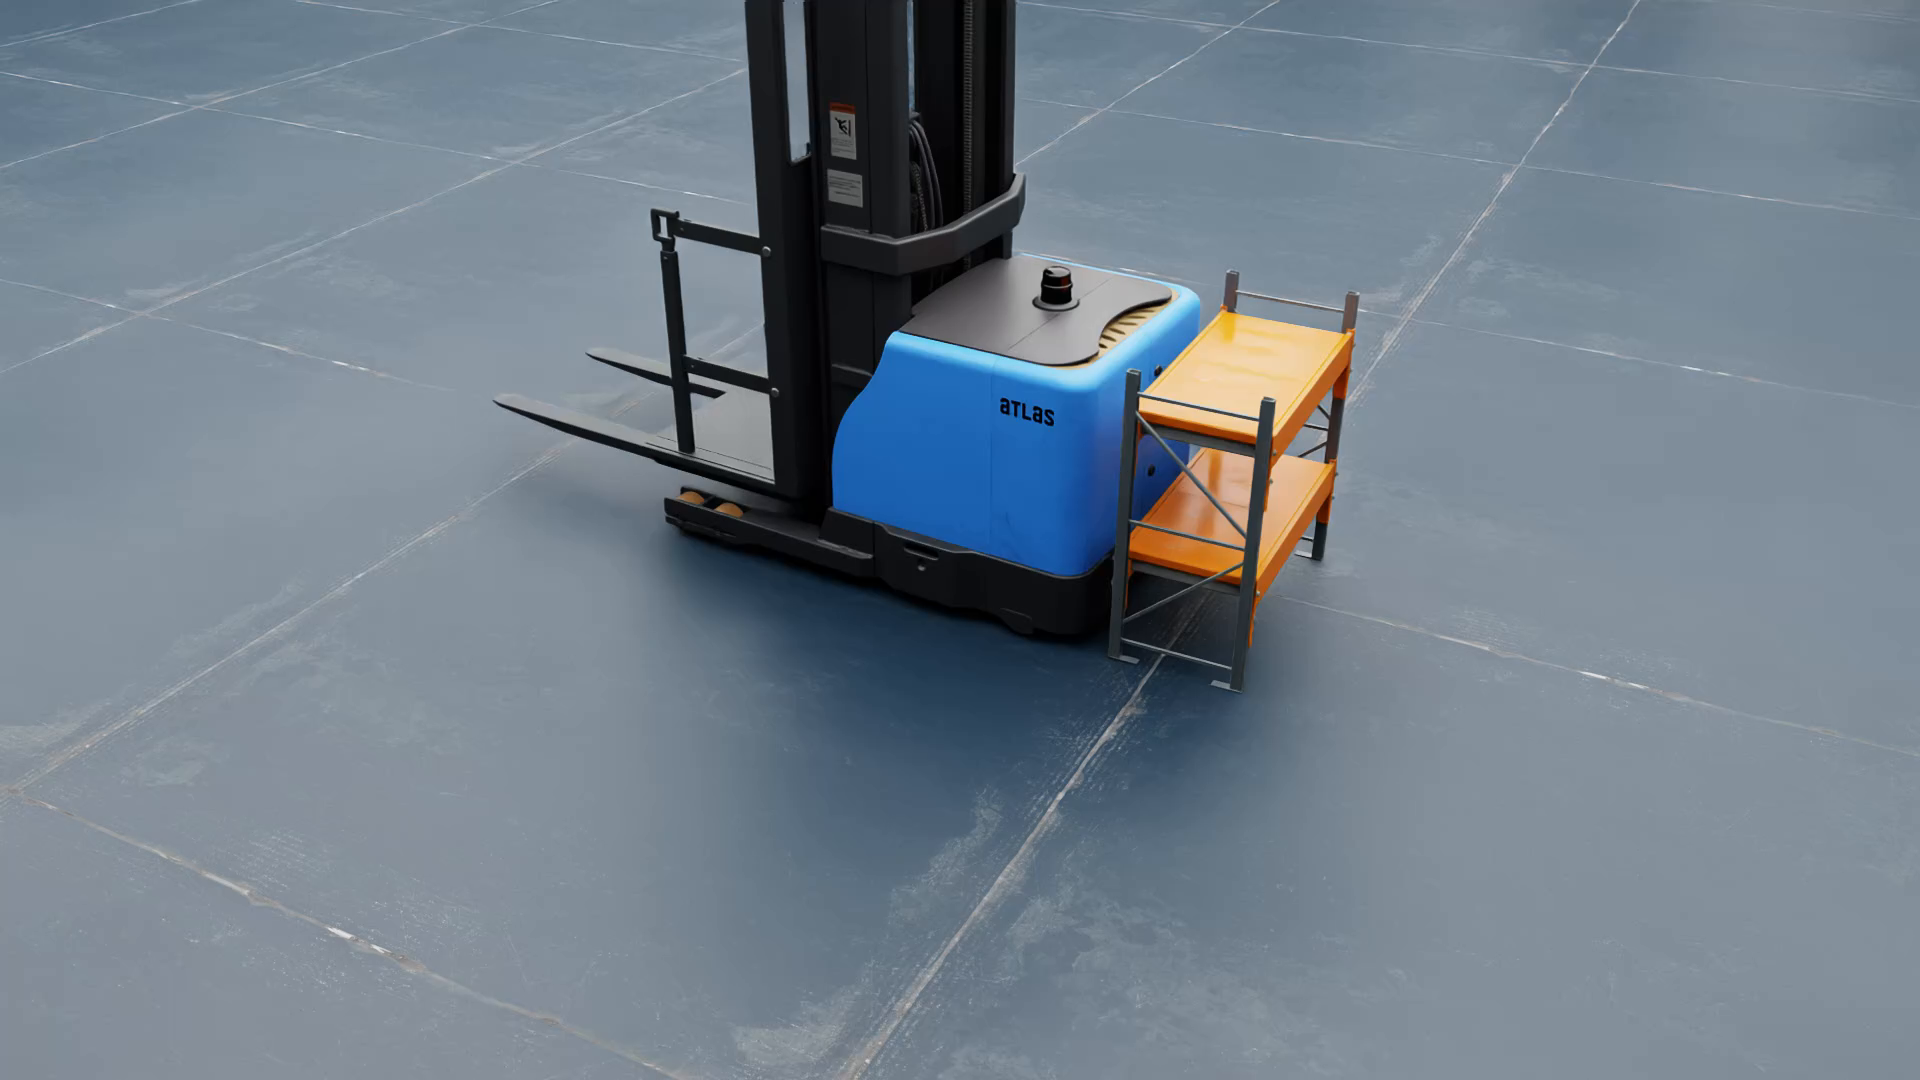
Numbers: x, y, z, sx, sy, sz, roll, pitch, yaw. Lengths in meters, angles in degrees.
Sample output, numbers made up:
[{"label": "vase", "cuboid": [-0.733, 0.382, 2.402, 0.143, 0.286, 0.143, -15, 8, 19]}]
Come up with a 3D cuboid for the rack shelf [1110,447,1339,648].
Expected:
[{"label": "rack shelf", "cuboid": [0.994, -0.028, 6.154, 0.538, 0.278, 1.000, 14, 33, 22]}]

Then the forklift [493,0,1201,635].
[{"label": "forklift", "cuboid": [-0.609, -1.457, 6.344, 3.031, 2.935, 1.130, 17, 34, 26]}]

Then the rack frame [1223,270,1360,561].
[{"label": "rack frame", "cuboid": [1.223, -0.466, 6.426, 0.500, 1.125, 0.032, 14, 33, 22]}]

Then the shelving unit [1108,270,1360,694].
[{"label": "shelving unit", "cuboid": [0.996, -0.239, 6.032, 0.538, 1.125, 1.048, 14, 33, 22]}]

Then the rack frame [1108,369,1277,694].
[{"label": "rack frame", "cuboid": [0.769, -0.013, 5.637, 0.500, 1.125, 0.032, 14, 33, 22]}]

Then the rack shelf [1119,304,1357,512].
[{"label": "rack shelf", "cuboid": [0.998, -0.493, 5.885, 0.538, 0.278, 1.000, 14, 33, 22]}]
